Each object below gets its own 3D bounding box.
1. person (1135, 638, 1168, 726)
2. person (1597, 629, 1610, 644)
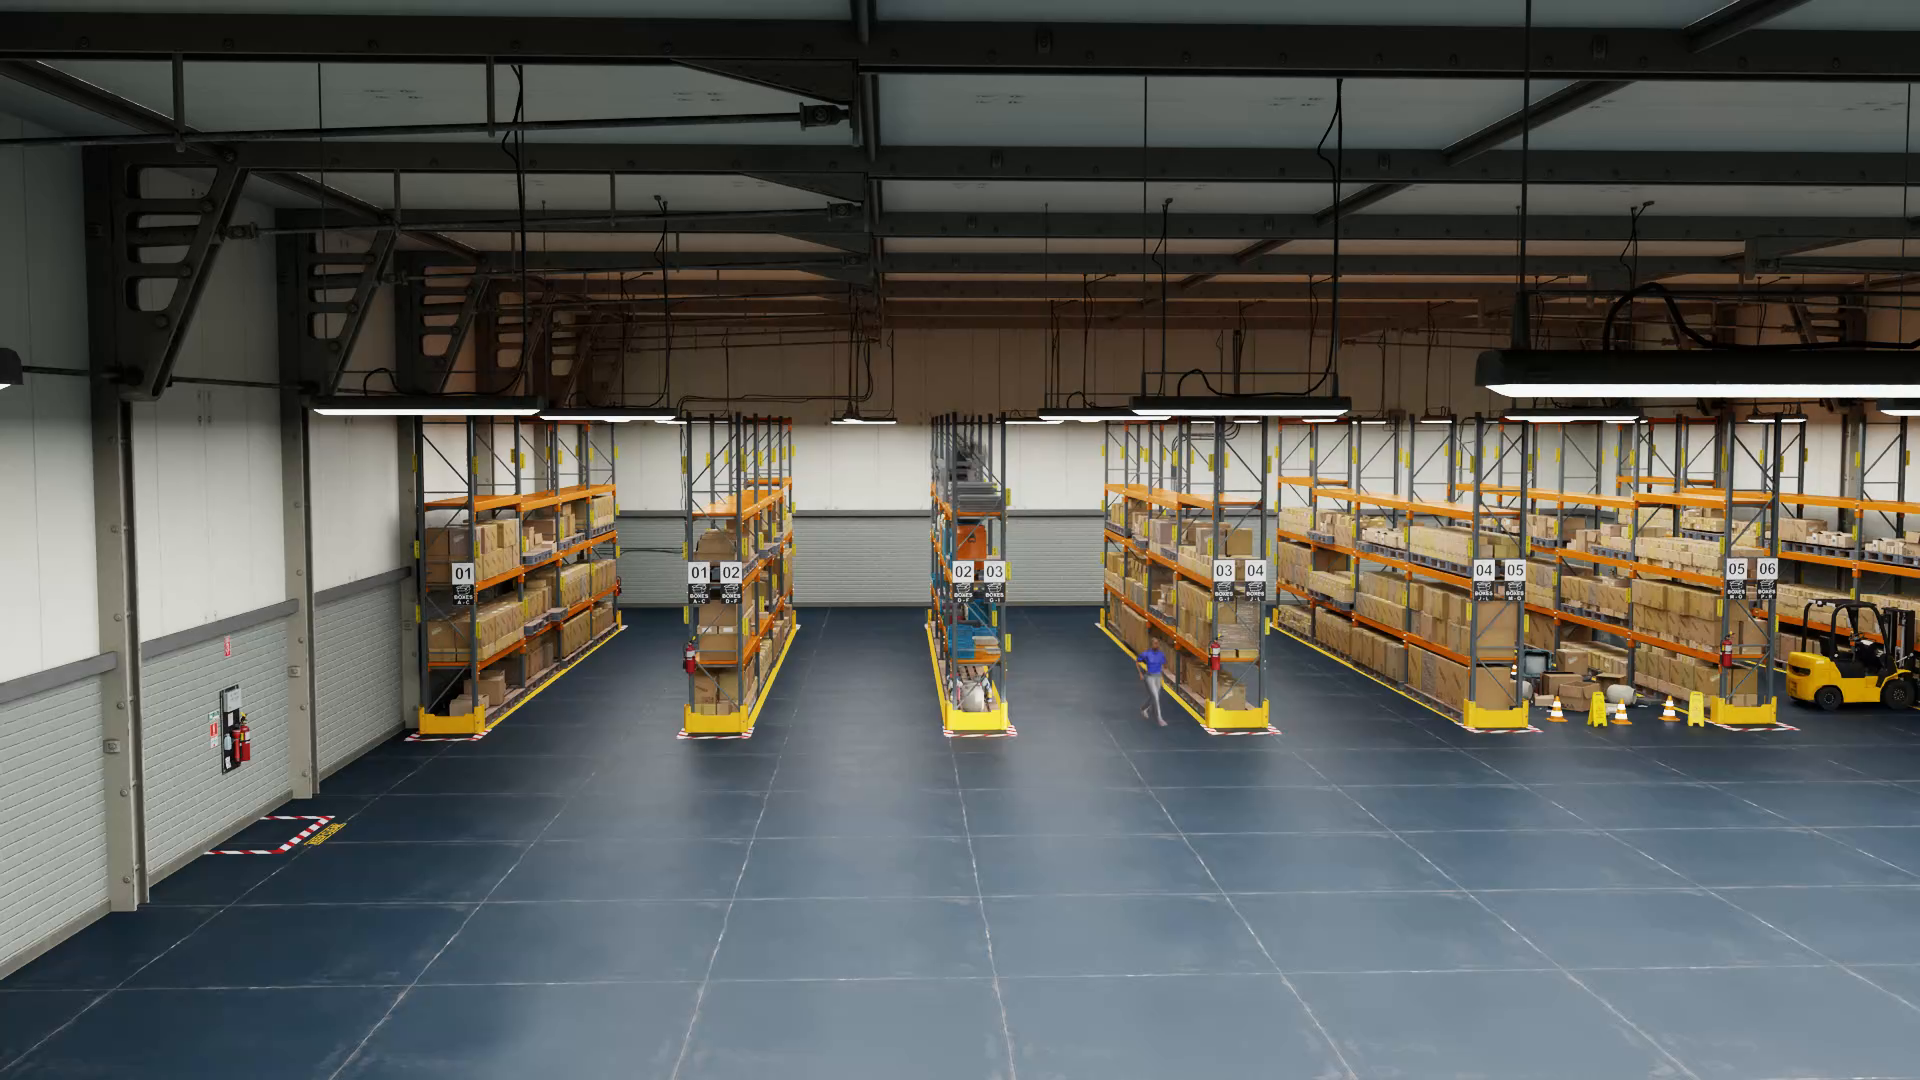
[{"bbox_3d":[3.703,2.700,31.985,0.574,1.632,0.939,-2,4,-29],"label":"person"},{"bbox_3d":[16.861,1.880,43.714,0.672,1.756,0.629,-1,4,-11],"label":"person"}]
